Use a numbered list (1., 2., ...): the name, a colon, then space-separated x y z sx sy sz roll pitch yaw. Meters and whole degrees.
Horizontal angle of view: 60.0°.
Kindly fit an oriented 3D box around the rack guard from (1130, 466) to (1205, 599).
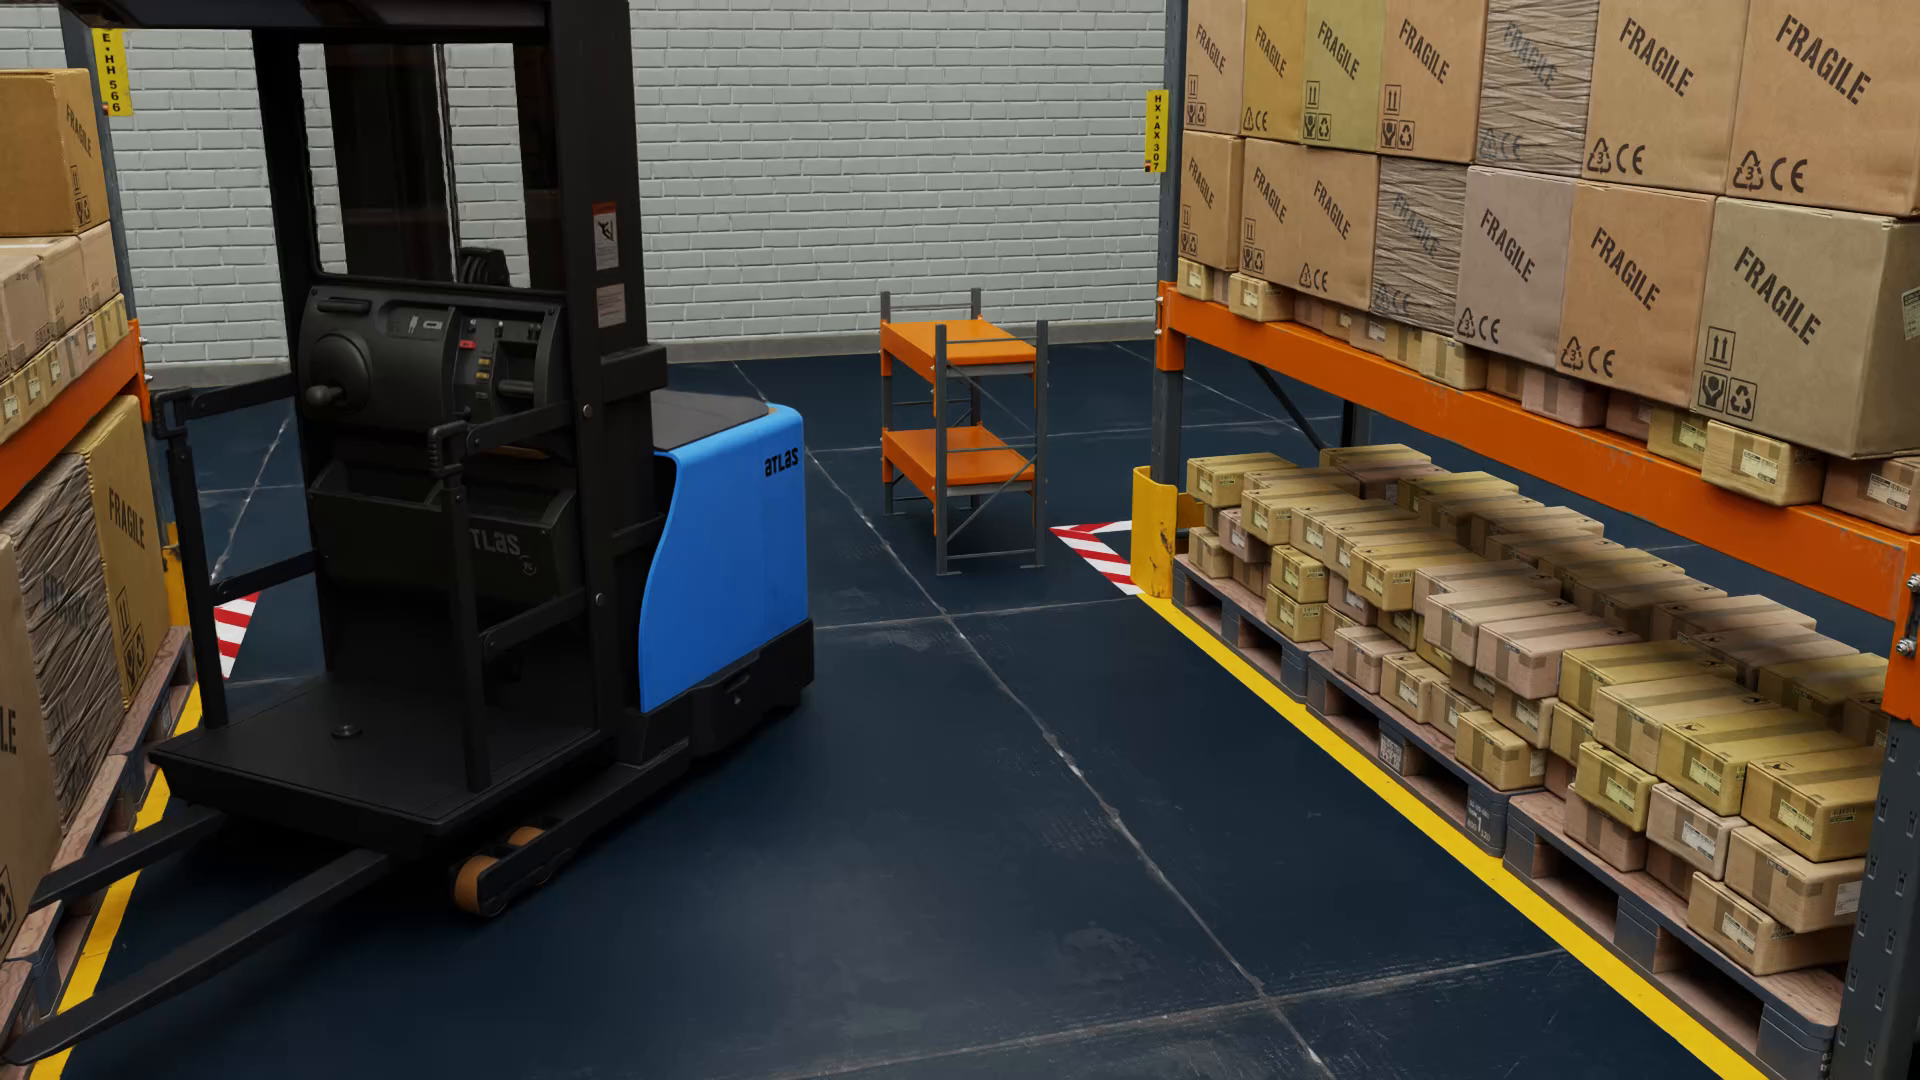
1. rack guard: 1.348 -0.077 7.340 1.175 0.500 0.348 -5 17 -15

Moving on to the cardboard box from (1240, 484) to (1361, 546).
1. cardboard box: 1.282 -0.098 6.254 0.380 0.149 0.250 -5 17 -15

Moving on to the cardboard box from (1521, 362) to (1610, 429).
1. cardboard box: 1.780 -0.416 4.561 0.380 0.149 0.250 -5 18 -18

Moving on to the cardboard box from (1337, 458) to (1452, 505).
1. cardboard box: 1.730 -0.215 6.647 0.380 0.149 0.250 -4 17 -14

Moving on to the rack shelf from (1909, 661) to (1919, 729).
1. rack shelf: 2.976 0.709 1.628 1.077 0.370 4.000 -5 17 -15

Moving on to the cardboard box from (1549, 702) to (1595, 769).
1. cardboard box: 1.882 0.547 4.625 0.380 0.149 0.250 -5 17 -15

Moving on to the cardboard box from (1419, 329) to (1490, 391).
1. cardboard box: 1.624 -0.556 5.025 0.380 0.149 0.250 -4 17 -14

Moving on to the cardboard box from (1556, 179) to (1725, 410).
1. cardboard box: 1.880 -0.634 4.159 0.500 0.500 0.500 -5 17 -17

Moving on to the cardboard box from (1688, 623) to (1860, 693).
1. cardboard box: 2.301 0.362 4.726 0.380 0.149 0.250 -5 17 -17

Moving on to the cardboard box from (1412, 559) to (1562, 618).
1. cardboard box: 1.686 0.180 5.329 0.380 0.149 0.250 -5 17 -15

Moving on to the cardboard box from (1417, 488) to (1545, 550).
1. cardboard box: 1.933 -0.077 6.187 0.380 0.149 0.250 -5 18 -17

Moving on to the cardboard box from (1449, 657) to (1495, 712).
1. cardboard box: 1.739 0.403 5.106 0.380 0.149 0.250 -6 18 -18

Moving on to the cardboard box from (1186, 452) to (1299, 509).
1. cardboard box: 1.144 -0.244 6.742 0.380 0.149 0.250 -6 18 -18

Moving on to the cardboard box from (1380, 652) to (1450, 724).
1. cardboard box: 1.601 0.466 5.412 0.380 0.149 0.250 -5 17 -15

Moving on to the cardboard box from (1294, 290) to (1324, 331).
1. cardboard box: 1.436 -0.853 6.013 0.380 0.149 0.250 -4 17 -13

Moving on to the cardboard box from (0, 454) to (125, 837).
1. cardboard box: -2.967 0.308 4.677 0.875 0.875 0.875 -5 17 -15

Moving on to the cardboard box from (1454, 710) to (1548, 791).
1. cardboard box: 1.706 0.608 4.941 0.380 0.149 0.250 -5 17 -15

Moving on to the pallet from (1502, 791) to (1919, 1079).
1. pallet: 2.207 0.964 4.377 1.003 0.211 1.213 -5 17 -15

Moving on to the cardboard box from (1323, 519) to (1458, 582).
1. cardboard box: 1.496 0.042 5.790 0.380 0.149 0.250 -4 17 -13

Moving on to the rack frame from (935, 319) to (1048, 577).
1. rack frame: 0.138 -0.400 7.328 0.500 1.125 0.032 -5 17 -15

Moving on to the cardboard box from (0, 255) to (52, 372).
1. cardboard box: -2.803 -0.607 4.504 0.500 0.250 0.500 -5 18 -17

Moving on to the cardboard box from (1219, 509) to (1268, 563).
1. cardboard box: 1.245 -0.028 6.540 0.380 0.149 0.250 -5 17 -16

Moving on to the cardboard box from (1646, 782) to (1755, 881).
1. cardboard box: 1.948 0.697 4.126 0.380 0.149 0.250 -6 18 -18

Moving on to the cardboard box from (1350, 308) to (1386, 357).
1. cardboard box: 1.527 -0.705 5.523 0.380 0.149 0.250 -5 17 -16

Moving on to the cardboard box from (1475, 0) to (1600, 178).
1. cardboard box: 1.763 -1.252 4.477 0.500 0.500 0.500 -4 17 -14

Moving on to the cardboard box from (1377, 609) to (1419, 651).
1. cardboard box: 1.642 0.250 5.615 0.380 0.149 0.250 -4 17 -12

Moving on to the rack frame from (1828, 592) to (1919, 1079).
1. rack frame: 2.423 -0.189 3.366 0.949 2.616 0.053 -5 17 -15

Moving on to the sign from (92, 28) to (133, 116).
1. sign: -2.944 -1.638 5.767 0.100 0.325 0.005 -5 17 -15

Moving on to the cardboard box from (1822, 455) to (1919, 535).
1. cardboard box: 2.122 -0.129 3.604 0.380 0.149 0.250 -5 17 -16

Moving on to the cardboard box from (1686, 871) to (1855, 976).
1. cardboard box: 1.991 0.894 3.988 0.380 0.149 0.250 -4 17 -15

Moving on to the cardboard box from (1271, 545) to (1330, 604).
1. cardboard box: 1.363 0.112 6.073 0.380 0.149 0.250 -4 17 -14

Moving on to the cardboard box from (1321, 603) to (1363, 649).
1. cardboard box: 1.515 0.316 5.913 0.380 0.149 0.250 -5 17 -15

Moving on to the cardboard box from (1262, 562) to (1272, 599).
1. cardboard box: 1.388 0.173 6.387 0.380 0.149 0.250 -5 17 -15

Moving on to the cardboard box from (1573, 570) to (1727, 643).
1. cardboard box: 2.156 0.216 5.211 0.380 0.149 0.250 -5 18 -18

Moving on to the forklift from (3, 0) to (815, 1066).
1. forklift: -1.622 -0.520 4.587 1.130 2.935 3.031 8 18 25

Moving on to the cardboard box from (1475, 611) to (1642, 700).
1. cardboard box: 1.735 0.331 4.827 0.380 0.149 0.250 -6 18 -18

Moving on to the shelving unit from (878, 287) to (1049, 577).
1. shelving unit: -0.002 -0.541 7.796 0.538 1.125 1.048 -5 17 -15

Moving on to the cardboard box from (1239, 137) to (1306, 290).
1. cardboard box: 1.356 -1.194 6.020 0.500 0.500 0.500 -5 17 -15

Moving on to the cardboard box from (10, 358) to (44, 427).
1. cardboard box: -2.702 -0.384 4.454 0.380 0.149 0.250 -5 17 -15

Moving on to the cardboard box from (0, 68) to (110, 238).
1. cardboard box: -3.083 -1.247 5.329 0.500 0.500 0.500 -4 17 -15

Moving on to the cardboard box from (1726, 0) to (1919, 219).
1. cardboard box: 2.037 -0.967 3.527 0.500 0.500 0.500 -5 18 -17

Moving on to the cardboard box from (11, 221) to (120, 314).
1. cardboard box: -3.082 -0.889 5.440 0.500 0.250 0.500 -5 17 -16

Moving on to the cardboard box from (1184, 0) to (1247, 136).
1. cardboard box: 1.195 -1.819 6.366 0.500 0.500 0.500 -5 17 -16

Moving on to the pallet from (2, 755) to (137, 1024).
1. pallet: -2.843 0.956 4.402 1.003 0.211 1.213 -5 17 -15

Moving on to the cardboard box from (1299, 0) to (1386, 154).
1. cardboard box: 1.461 -1.535 5.418 0.500 0.500 0.500 -5 17 -16

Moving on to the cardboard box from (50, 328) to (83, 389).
1. cardboard box: -2.847 -0.528 4.931 0.380 0.149 0.250 -4 17 -14

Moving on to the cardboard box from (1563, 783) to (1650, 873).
1. cardboard box: 1.865 0.747 4.475 0.380 0.149 0.250 -5 18 -17

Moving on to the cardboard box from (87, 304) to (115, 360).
1. cardboard box: -2.982 -0.666 5.393 0.380 0.149 0.250 -5 17 -15

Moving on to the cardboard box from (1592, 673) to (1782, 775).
1. cardboard box: 1.894 0.477 4.342 0.380 0.149 0.250 -5 17 -16

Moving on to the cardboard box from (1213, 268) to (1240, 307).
1. cardboard box: 1.210 -0.992 6.478 0.380 0.149 0.250 -4 17 -13

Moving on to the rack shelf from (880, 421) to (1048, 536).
1. rack shelf: -0.002 -0.306 7.867 0.538 0.278 1.000 -5 17 -15

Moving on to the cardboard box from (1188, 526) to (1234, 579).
1. cardboard box: 1.163 0.039 6.833 0.380 0.149 0.250 -4 17 -14

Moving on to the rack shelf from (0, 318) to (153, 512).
1. rack shelf: -2.920 -0.033 4.099 1.077 0.370 4.000 -5 17 -15

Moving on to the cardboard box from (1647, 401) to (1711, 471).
1. cardboard box: 1.931 -0.270 4.074 0.380 0.149 0.250 -4 17 -13

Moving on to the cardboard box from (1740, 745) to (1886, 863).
1. cardboard box: 2.078 0.613 3.890 0.380 0.149 0.250 -4 17 -14

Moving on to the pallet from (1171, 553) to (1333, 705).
1. pallet: 1.537 0.289 6.624 1.003 0.211 1.213 -5 17 -15

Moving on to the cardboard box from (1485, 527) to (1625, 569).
1. cardboard box: 2.026 0.074 5.682 0.380 0.149 0.250 -5 18 -17

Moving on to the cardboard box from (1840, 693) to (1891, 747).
1. cardboard box: 2.512 0.498 4.272 0.380 0.149 0.250 -4 17 -13

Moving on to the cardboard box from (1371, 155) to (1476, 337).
1. cardboard box: 1.625 -0.917 5.098 0.500 0.500 0.500 -5 17 -17
